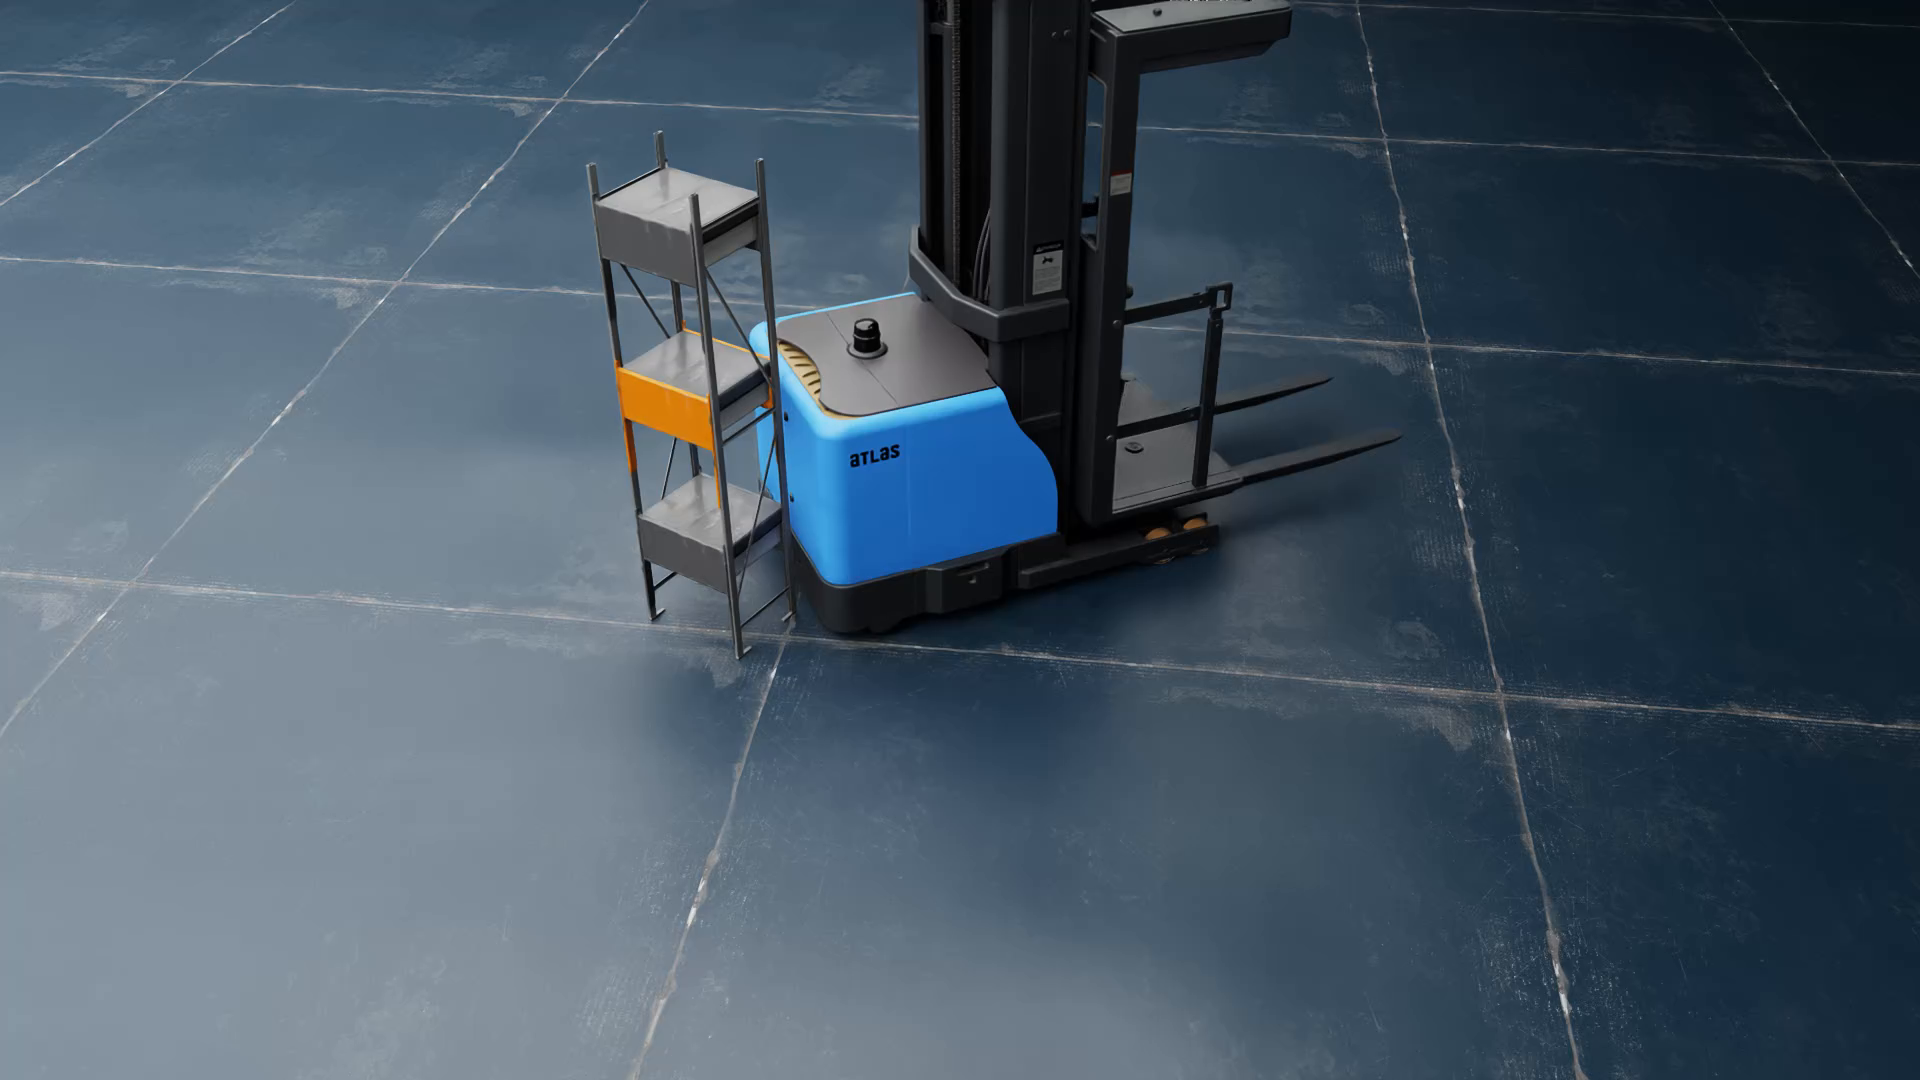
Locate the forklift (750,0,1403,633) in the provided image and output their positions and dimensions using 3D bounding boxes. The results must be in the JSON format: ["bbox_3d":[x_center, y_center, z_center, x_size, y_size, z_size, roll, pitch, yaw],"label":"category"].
[{"bbox_3d":[0.636,-1.350,7.118,3.031,2.935,1.130,-14,38,-19],"label":"forklift"}]

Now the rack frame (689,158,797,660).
[{"bbox_3d":[-0.834,-0.446,6.566,0.015,2.100,0.400,21,40,27],"label":"rack frame"}]

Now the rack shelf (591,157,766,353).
[{"bbox_3d":[-1.039,-1.082,6.277,0.480,0.518,0.431,21,40,27],"label":"rack shelf"}]

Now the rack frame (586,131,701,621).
[{"bbox_3d":[-1.243,-0.601,6.784,0.015,2.100,0.400,21,40,27],"label":"rack frame"}]

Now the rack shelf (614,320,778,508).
[{"bbox_3d":[-1.038,-0.512,6.683,0.480,0.518,0.431,21,40,27],"label":"rack shelf"}]

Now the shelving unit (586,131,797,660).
[{"bbox_3d":[-1.038,-0.523,6.675,0.503,2.100,0.431,21,40,27],"label":"shelving unit"}]

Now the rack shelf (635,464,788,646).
[{"bbox_3d":[-1.038,0.058,7.089,0.480,0.518,0.431,21,40,27],"label":"rack shelf"}]
